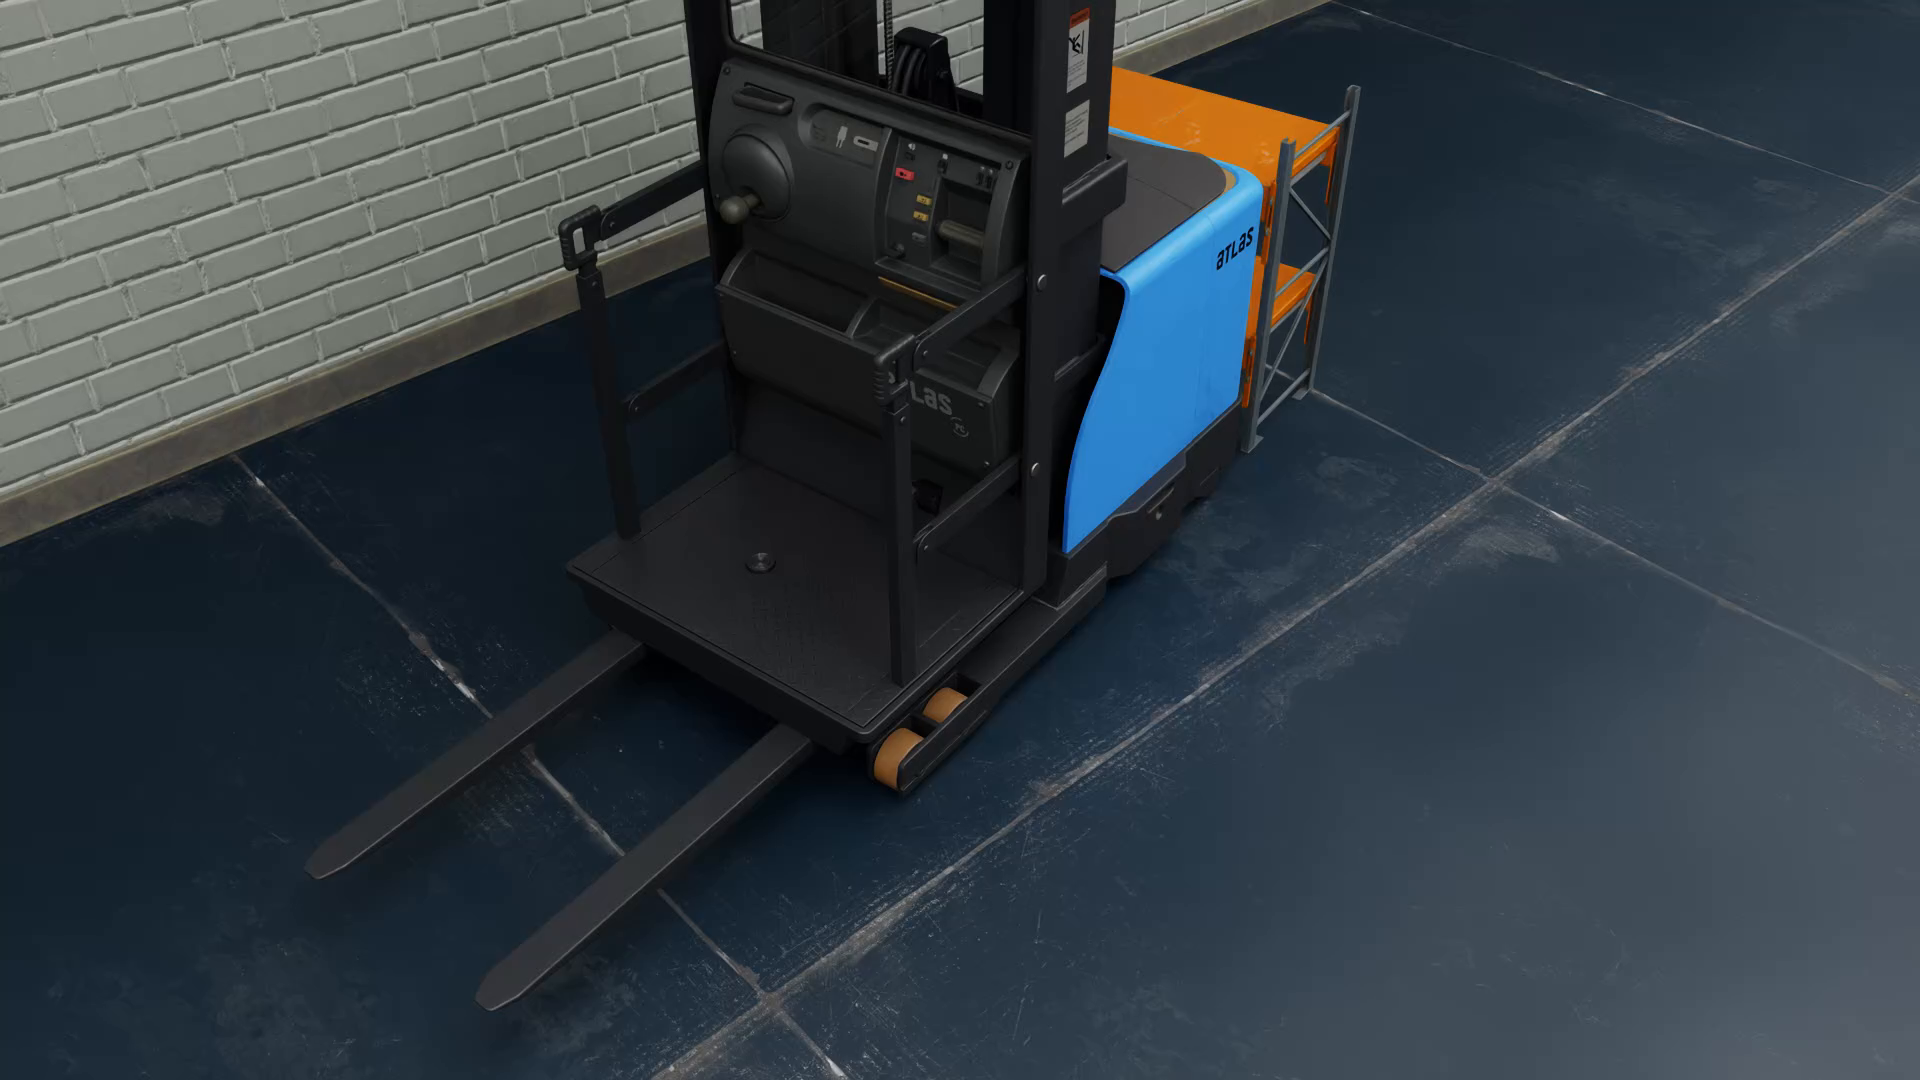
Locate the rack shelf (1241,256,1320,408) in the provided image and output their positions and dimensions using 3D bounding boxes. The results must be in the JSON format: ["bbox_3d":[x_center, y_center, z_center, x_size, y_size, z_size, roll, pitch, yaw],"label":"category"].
[{"bbox_3d":[0.687,-0.854,5.801,1.000,0.278,0.538,24,44,27],"label":"rack shelf"}]

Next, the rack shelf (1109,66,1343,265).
[{"bbox_3d":[0.688,-1.273,5.464,1.000,0.278,0.538,24,44,27],"label":"rack shelf"}]

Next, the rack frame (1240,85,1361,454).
[{"bbox_3d":[1.103,-0.861,5.420,0.032,1.125,0.500,24,44,27],"label":"rack frame"}]

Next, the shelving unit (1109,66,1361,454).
[{"bbox_3d":[0.687,-1.045,5.647,1.048,1.125,0.538,24,44,27],"label":"shelving unit"}]

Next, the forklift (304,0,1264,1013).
[{"bbox_3d":[-0.379,-0.824,3.937,1.130,2.935,3.031,25,45,28],"label":"forklift"}]
